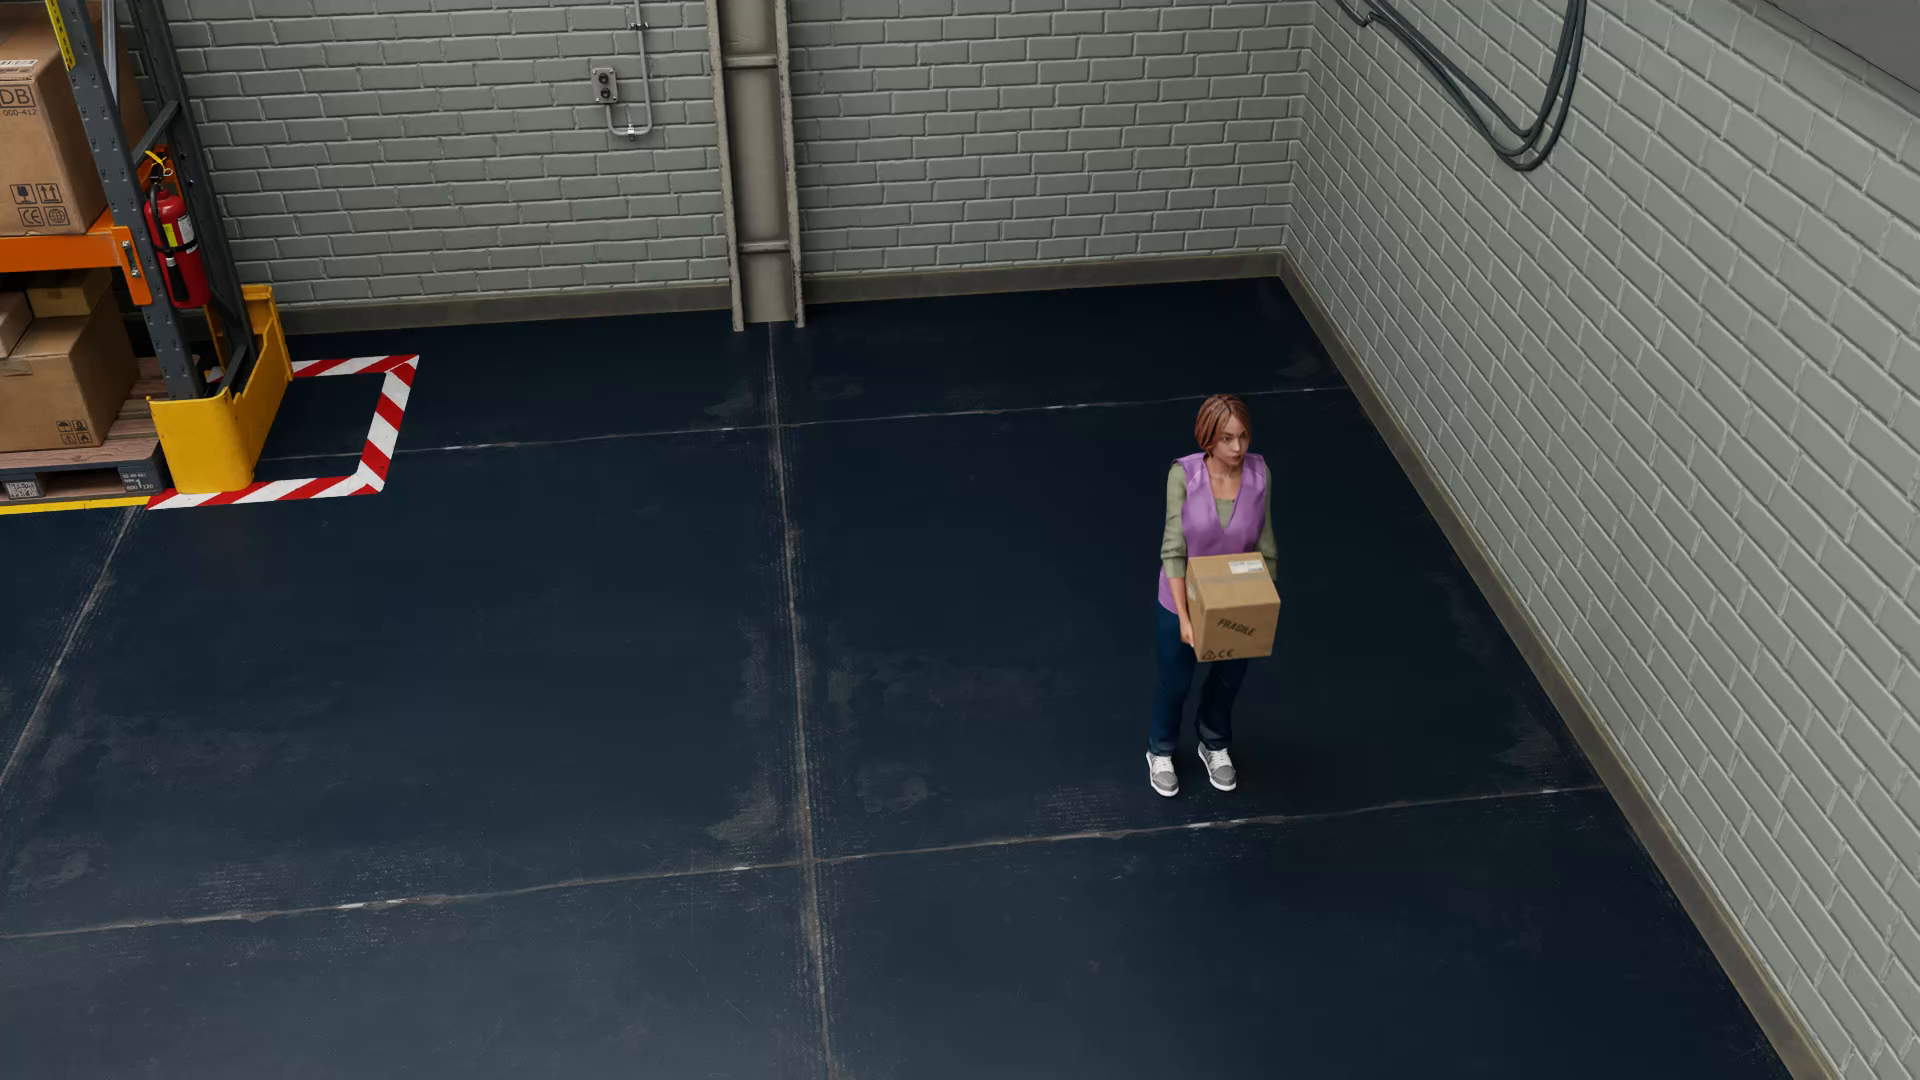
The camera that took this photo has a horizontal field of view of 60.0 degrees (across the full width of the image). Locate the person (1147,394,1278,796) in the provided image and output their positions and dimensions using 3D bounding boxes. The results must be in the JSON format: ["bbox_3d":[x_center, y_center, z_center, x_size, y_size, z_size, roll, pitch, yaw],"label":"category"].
[{"bbox_3d":[0.883,0.261,5.790,0.406,1.588,0.495,-4,35,-6],"label":"person"}]
